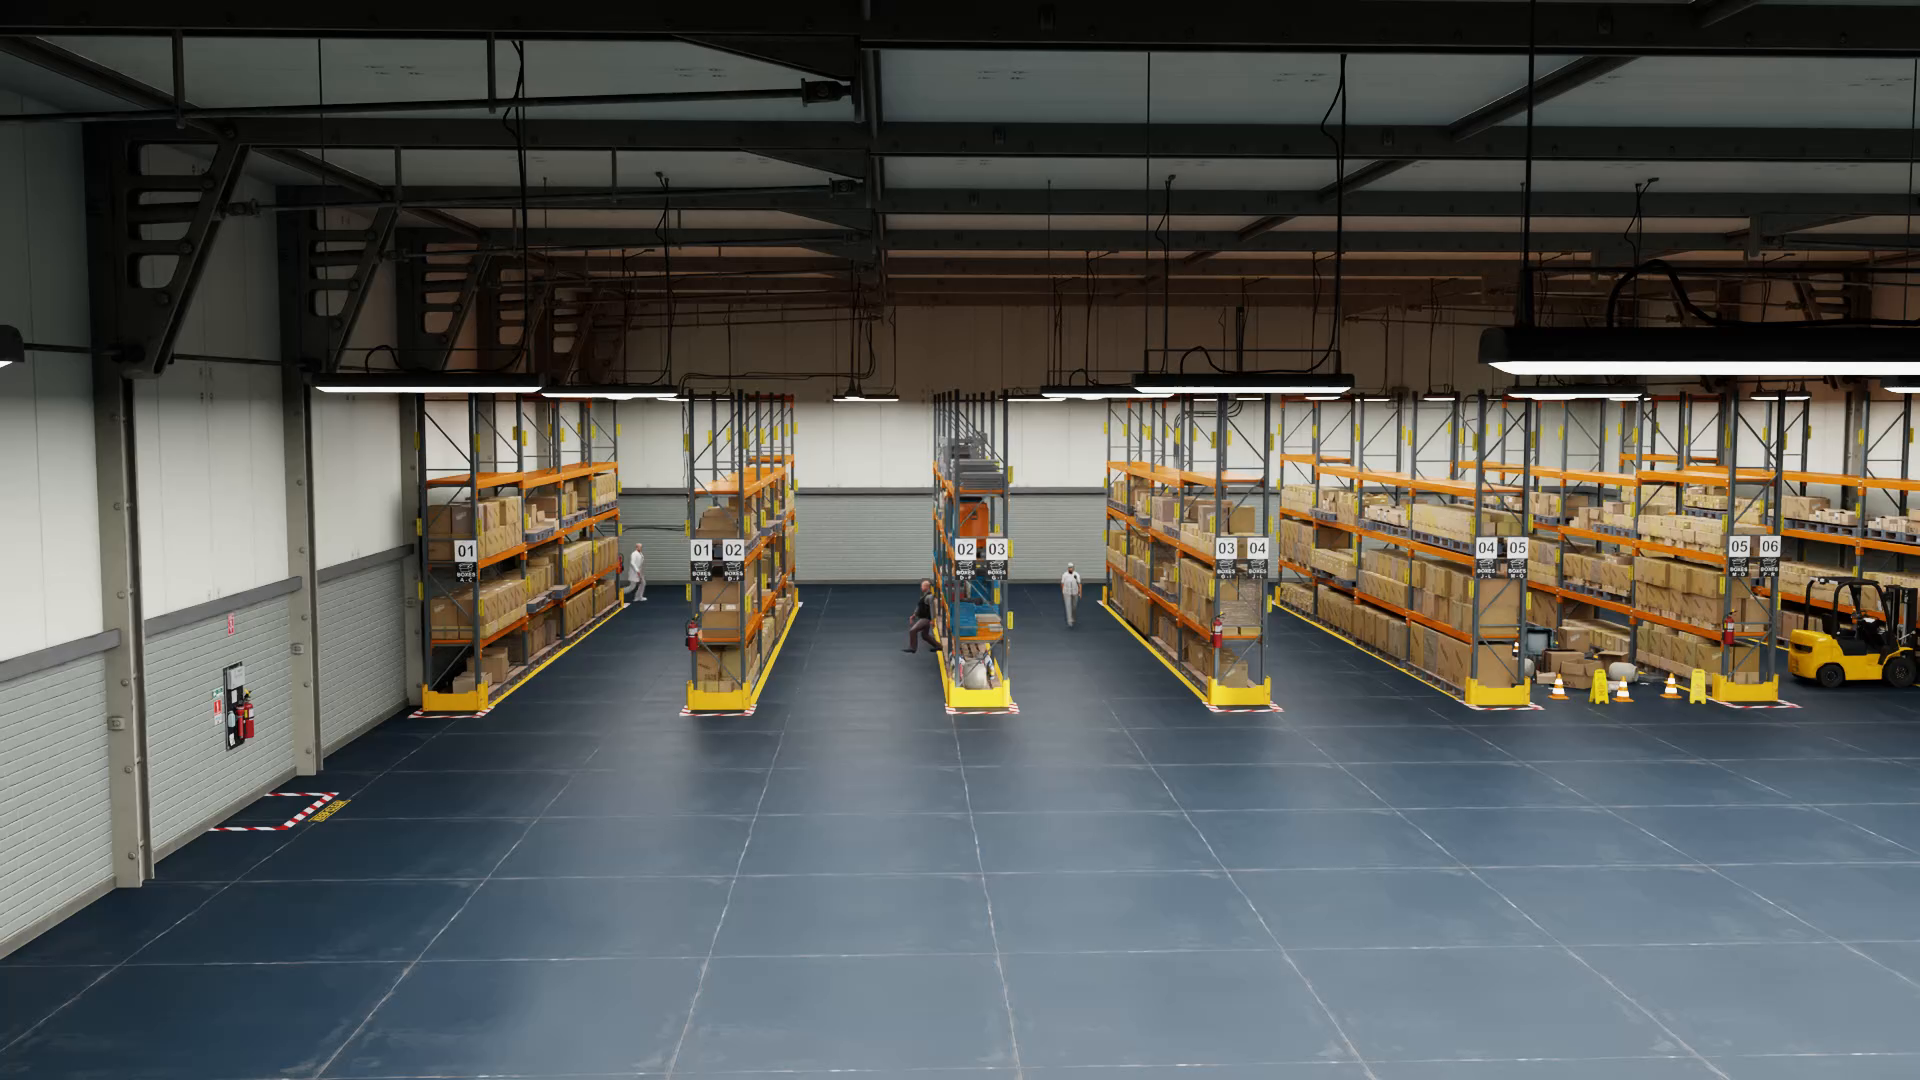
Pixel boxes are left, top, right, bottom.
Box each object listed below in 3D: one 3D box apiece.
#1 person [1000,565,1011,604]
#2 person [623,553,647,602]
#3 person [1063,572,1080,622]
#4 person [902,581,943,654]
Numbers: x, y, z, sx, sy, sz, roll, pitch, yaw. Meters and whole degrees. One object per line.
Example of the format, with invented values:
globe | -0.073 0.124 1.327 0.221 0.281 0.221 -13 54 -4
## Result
person | 1.240 0.976 47.930 0.469 1.652 0.722 -2 5 -27
person | -9.541 1.048 48.227 0.822 1.484 0.629 0 5 3
person | 2.883 1.479 43.180 0.452 1.331 0.856 0 5 -6
person | -0.824 1.696 36.429 0.947 1.568 0.557 -1 5 -15
